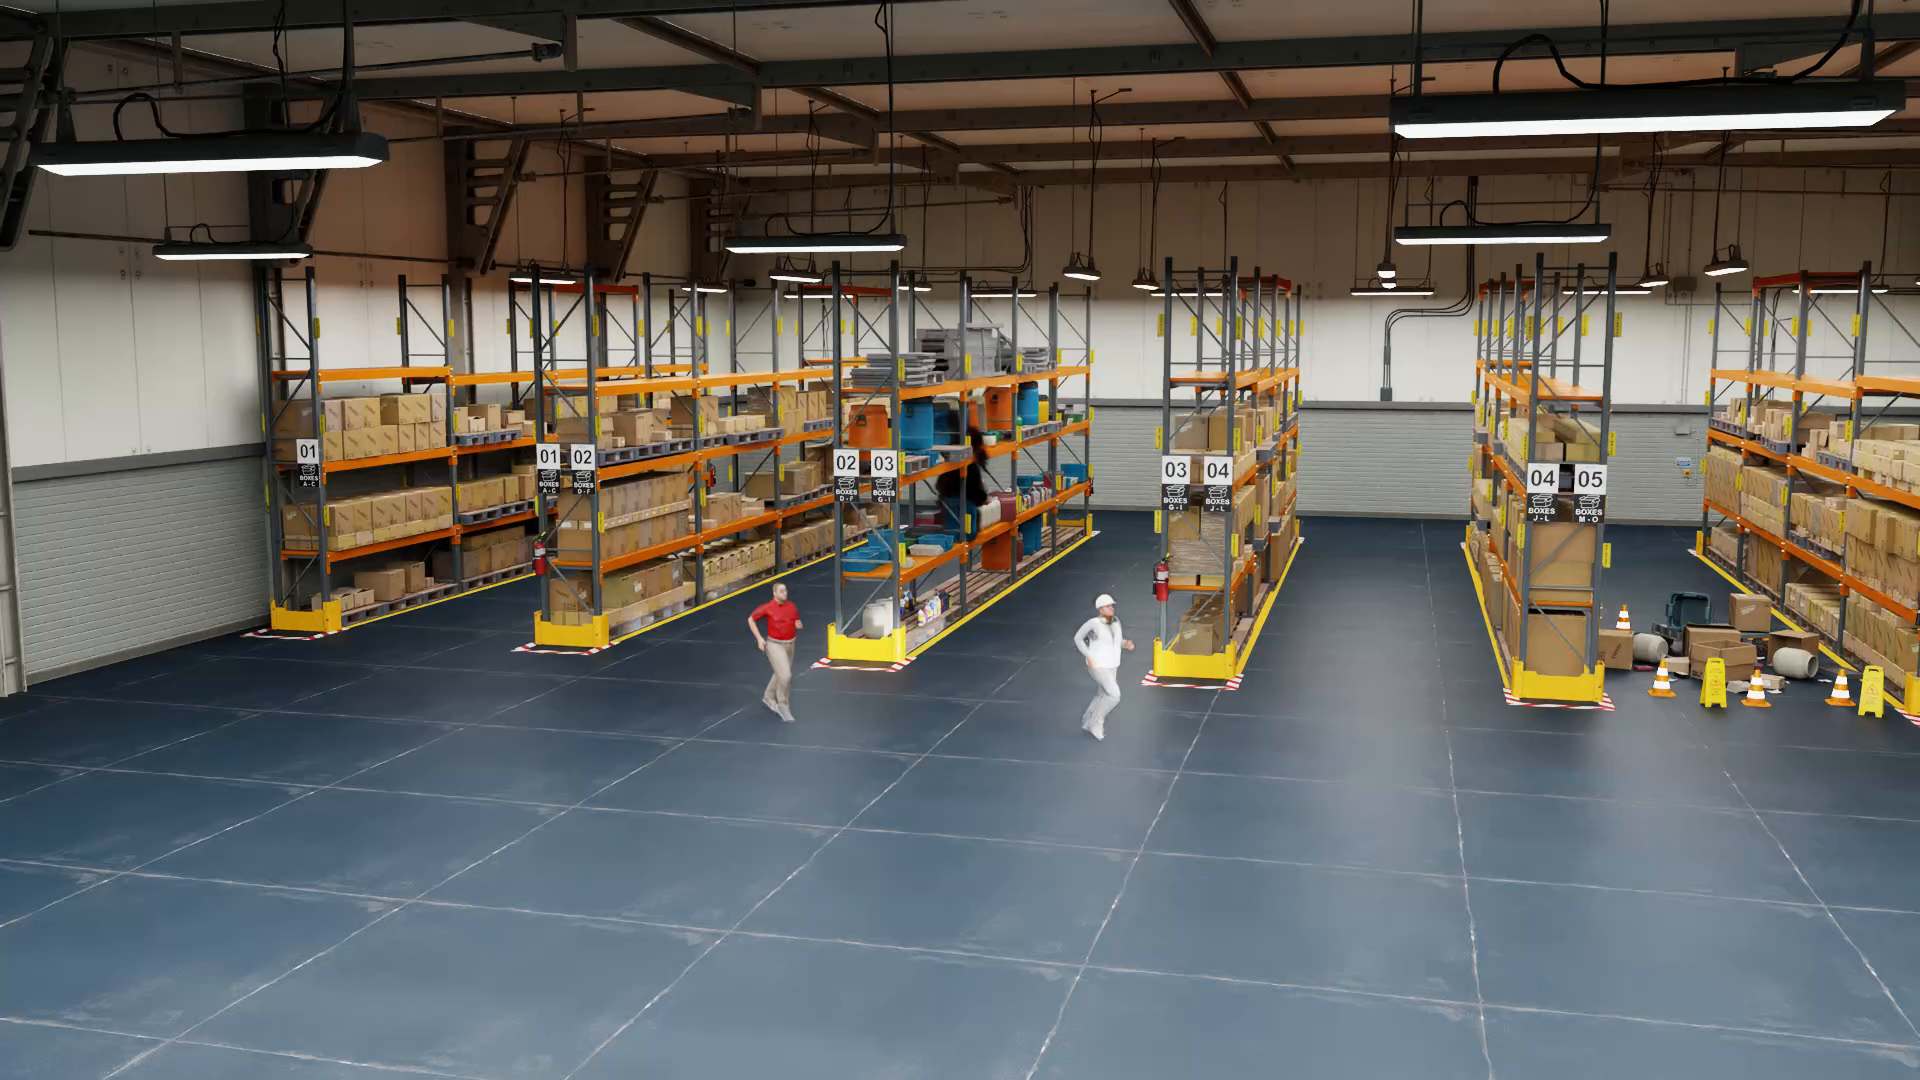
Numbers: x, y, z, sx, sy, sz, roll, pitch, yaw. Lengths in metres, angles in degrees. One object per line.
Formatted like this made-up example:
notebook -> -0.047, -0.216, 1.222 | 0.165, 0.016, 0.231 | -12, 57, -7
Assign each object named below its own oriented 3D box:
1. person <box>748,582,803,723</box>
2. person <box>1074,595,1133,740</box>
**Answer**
person -> -2.325, 1.440, 21.463 | 0.798, 1.798, 0.637 | 6, 9, 38
person -> 1.802, 1.557, 20.429 | 0.704, 1.788, 0.631 | 7, 10, 44
